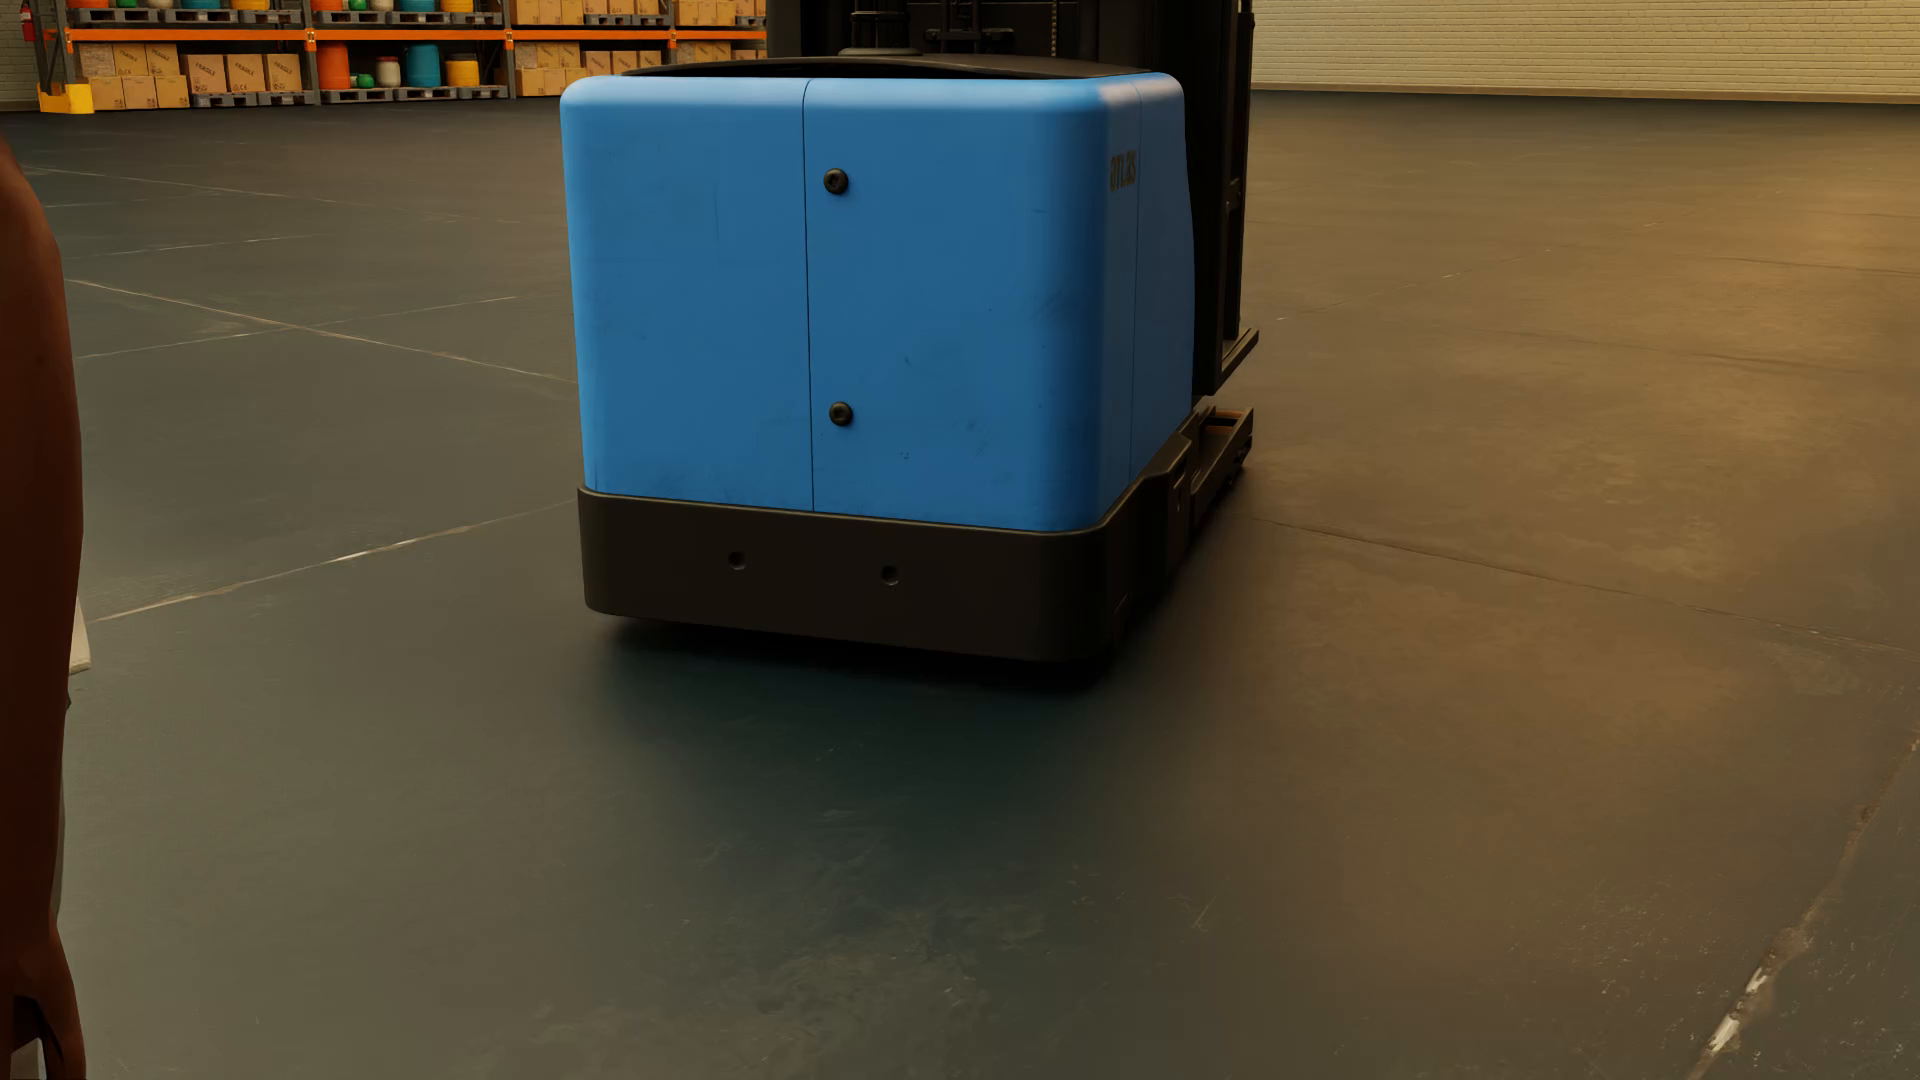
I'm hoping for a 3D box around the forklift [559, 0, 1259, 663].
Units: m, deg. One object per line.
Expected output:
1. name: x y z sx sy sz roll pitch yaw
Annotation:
1. forklift: 0.182 -1.571 4.072 1.130 2.935 3.031 5 18 17
